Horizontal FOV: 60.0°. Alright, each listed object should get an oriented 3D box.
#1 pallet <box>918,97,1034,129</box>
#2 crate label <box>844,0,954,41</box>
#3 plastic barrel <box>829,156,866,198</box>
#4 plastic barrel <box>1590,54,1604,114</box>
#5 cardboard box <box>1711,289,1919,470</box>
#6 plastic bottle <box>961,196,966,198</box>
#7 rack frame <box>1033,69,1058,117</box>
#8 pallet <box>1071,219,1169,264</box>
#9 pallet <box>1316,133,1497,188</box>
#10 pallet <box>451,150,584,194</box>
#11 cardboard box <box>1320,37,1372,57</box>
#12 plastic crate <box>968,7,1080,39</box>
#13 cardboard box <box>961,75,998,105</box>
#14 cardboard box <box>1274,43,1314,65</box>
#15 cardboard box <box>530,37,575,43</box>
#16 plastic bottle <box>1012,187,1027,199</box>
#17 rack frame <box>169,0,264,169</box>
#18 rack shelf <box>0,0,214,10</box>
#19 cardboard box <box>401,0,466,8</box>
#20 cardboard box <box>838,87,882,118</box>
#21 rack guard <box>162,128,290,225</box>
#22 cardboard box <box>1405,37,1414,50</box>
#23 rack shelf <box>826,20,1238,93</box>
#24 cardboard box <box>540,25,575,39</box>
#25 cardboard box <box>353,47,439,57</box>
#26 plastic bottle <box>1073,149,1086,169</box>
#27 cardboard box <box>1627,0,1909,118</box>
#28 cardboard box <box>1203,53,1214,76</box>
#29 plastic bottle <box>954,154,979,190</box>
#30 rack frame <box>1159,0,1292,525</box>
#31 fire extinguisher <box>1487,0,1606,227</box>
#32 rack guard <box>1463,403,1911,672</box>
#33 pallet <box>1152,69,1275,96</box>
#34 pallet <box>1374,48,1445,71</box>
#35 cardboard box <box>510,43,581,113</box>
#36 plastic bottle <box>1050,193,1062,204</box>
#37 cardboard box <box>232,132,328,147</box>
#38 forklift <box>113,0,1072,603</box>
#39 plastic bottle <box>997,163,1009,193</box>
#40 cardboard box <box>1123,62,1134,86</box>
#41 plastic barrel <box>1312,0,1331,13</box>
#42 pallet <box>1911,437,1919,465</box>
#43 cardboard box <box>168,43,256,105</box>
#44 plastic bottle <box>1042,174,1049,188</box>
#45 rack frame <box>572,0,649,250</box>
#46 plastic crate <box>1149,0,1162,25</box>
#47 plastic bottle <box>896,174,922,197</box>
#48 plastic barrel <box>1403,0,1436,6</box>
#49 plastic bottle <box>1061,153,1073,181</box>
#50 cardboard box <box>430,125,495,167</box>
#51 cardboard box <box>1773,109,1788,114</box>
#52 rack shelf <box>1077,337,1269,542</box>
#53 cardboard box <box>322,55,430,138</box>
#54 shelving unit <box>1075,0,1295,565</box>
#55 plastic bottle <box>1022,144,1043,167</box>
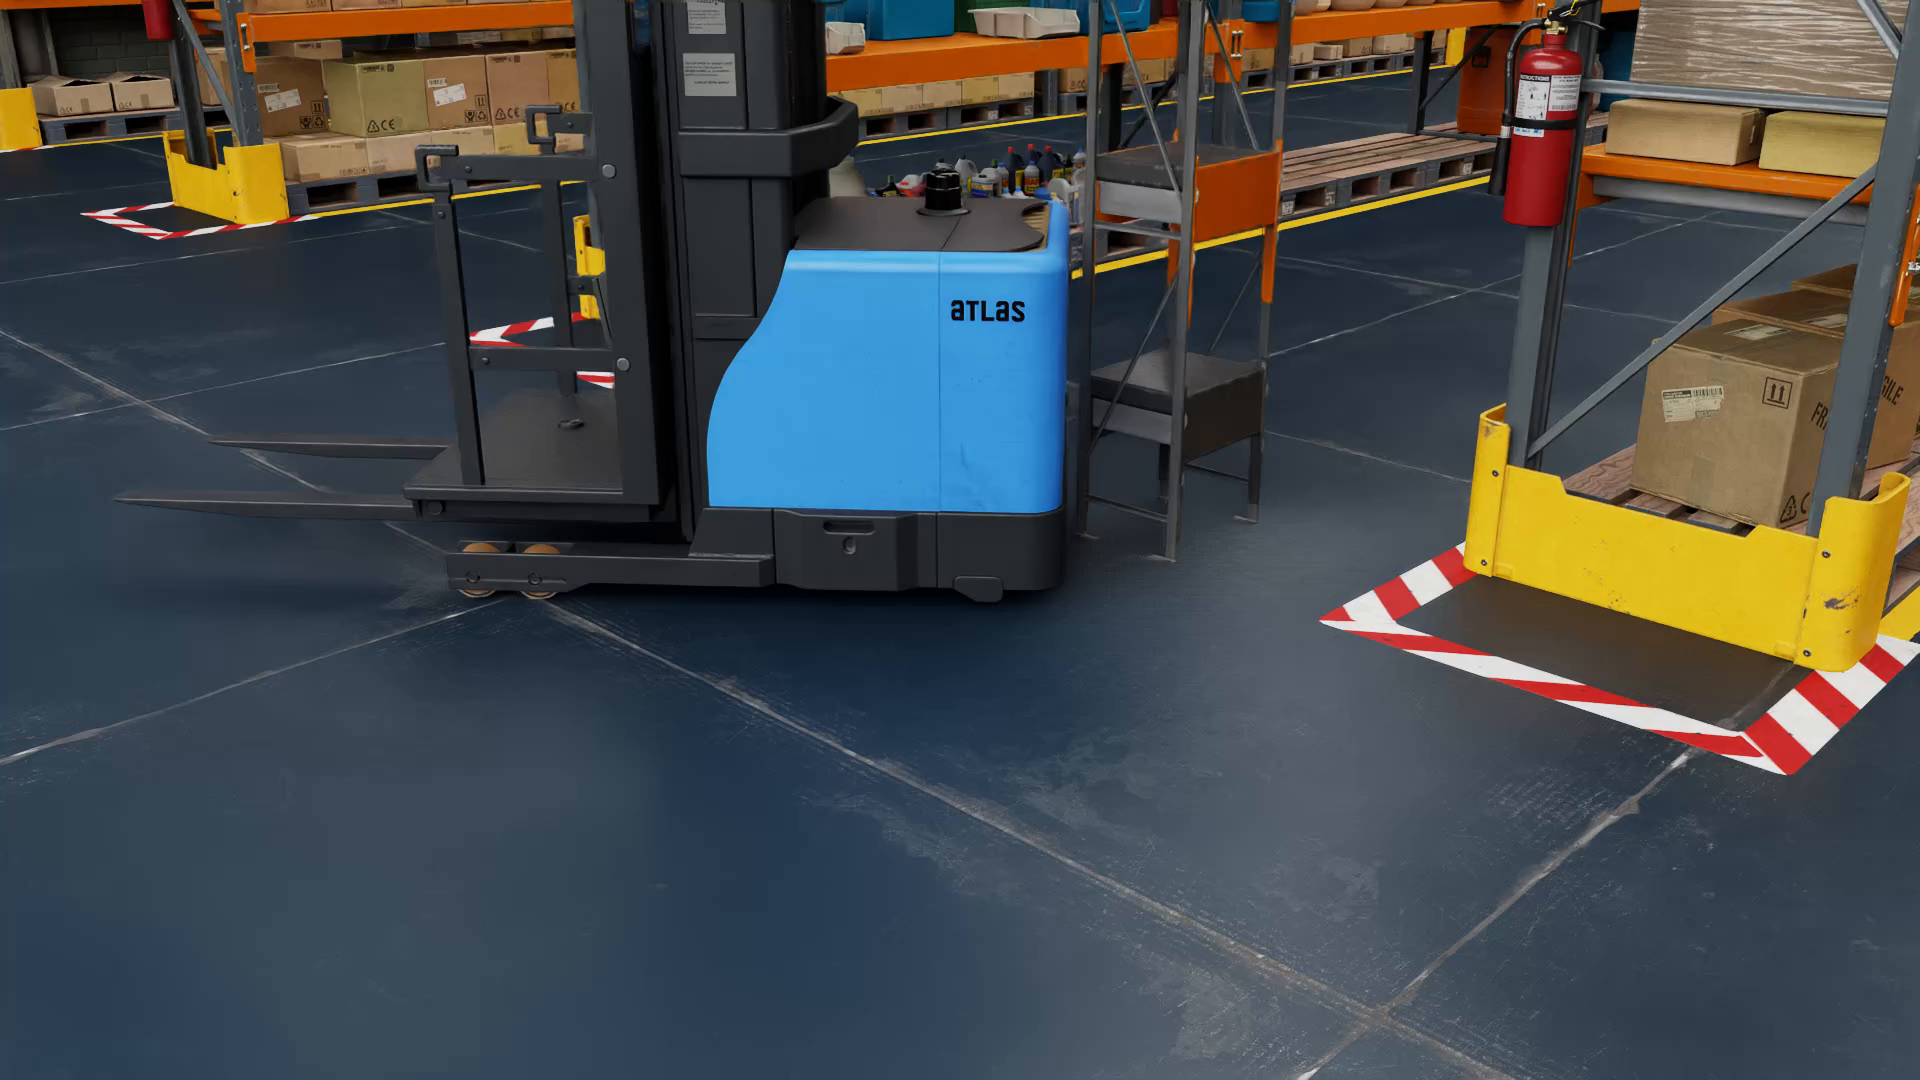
[{"bbox_3d":[-0.036,-4.227,16.277,1.003,0.211,1.213,19,28,41],"label":"pallet"},{"bbox_3d":[-0.378,-2.990,9.124,0.502,0.435,0.616,19,28,41],"label":"crate label"},{"bbox_3d":[-0.714,-1.785,8.920,0.421,0.512,0.421,0,21,0],"label":"plastic barrel"},{"bbox_3d":[5.559,-4.112,14.974,0.421,0.512,0.421,0,21,0],"label":"plastic barrel"},{"bbox_3d":[2.921,-0.541,5.700,0.500,0.500,0.500,-12,24,-28],"label":"cardboard box"},{"bbox_3d":[0.020,-1.753,9.144,0.097,0.271,0.097,0,21,0],"label":"plastic bottle"},{"bbox_3d":[0.566,-5.730,16.302,1.000,3.000,0.127,19,28,41],"label":"rack frame"},{"bbox_3d":[0.824,-1.997,10.477,1.003,0.211,1.213,19,28,41],"label":"pallet"},{"bbox_3d":[3.544,-2.998,13.081,1.003,0.211,1.213,19,28,41],"label":"pallet"},{"bbox_3d":[-3.660,-2.891,12.803,1.003,0.211,1.213,19,28,41],"label":"pallet"},{"bbox_3d":[4.664,-6.283,20.606,0.797,0.503,0.637,19,28,41],"label":"cardboard box"},{"bbox_3d":[0.371,-2.857,9.195,0.530,0.136,0.437,19,28,41],"label":"plastic crate"},{"bbox_3d":[0.017,-4.313,15.862,0.500,0.250,0.500,19,28,40],"label":"cardboard box"},{"bbox_3d":[3.805,-5.762,19.520,0.500,0.311,0.500,19,28,41],"label":"cardboard box"},{"bbox_3d":[-3.115,-3.793,13.464,0.500,0.500,0.500,19,28,41],"label":"cardboard box"},{"bbox_3d":[0.329,-1.867,9.440,0.097,0.271,0.097,0,21,0],"label":"plastic bottle"},{"bbox_3d":[-5.015,-3.674,10.952,1.000,3.000,0.127,19,28,41],"label":"rack frame"},{"bbox_3d":[-7.171,-5.091,15.641,1.077,0.370,4.000,19,28,41],"label":"rack shelf"},{"bbox_3d":[-3.966,-4.100,11.920,0.700,0.500,0.500,19,28,41],"label":"cardboard box"},{"bbox_3d":[-1.048,-3.921,14.842,0.500,0.250,0.500,18,28,39],"label":"cardboard box"},{"bbox_3d":[-5.031,-2.501,11.384,1.175,0.500,0.348,19,28,41],"label":"rack guard"},{"bbox_3d":[5.597,-6.386,21.345,0.380,0.166,0.250,19,28,41],"label":"cardboard box"},{"bbox_3d":[-0.073,-2.611,9.190,1.077,0.370,4.000,19,28,41],"label":"rack shelf"},{"bbox_3d":[-4.565,-5.439,18.416,0.700,0.500,0.500,20,28,41],"label":"cardboard box"},{"bbox_3d":[-4.167,-3.409,12.466,0.500,0.500,0.500,19,28,41],"label":"cardboard box"},{"bbox_3d":[0.786,-2.421,10.882,0.097,0.271,0.097,0,21,0],"label":"plastic bottle"},{"bbox_3d":[2.484,-1.513,4.777,0.875,0.500,0.500,19,28,41],"label":"cardboard box"},{"bbox_3d":[2.517,-5.345,18.170,0.500,0.500,0.500,20,29,41],"label":"cardboard box"},{"bbox_3d":[0.034,-2.169,10.115,0.144,0.351,0.185,19,28,40],"label":"plastic bottle"},{"bbox_3d":[0.868,-1.079,5.456,0.400,2.100,0.015,18,27,38],"label":"rack frame"},{"bbox_3d":[1.671,-1.243,4.736,0.296,0.674,0.183,19,28,41],"label":"fire extinguisher"},{"bbox_3d":[2.134,-0.046,4.998,1.175,0.500,0.348,19,28,41],"label":"rack guard"},{"bbox_3d":[2.816,-5.238,18.909,1.003,0.211,1.213,19,28,41],"label":"pallet"},{"bbox_3d":[5.539,-6.260,21.568,1.003,0.211,1.213,19,28,41],"label":"pallet"},{"bbox_3d":[-3.094,-3.536,12.794,0.500,0.500,0.500,19,28,41],"label":"cardboard box"},{"bbox_3d":[0.541,-1.912,9.656,0.097,0.201,0.097,0,21,0],"label":"plastic bottle"},{"bbox_3d":[-4.852,-2.798,11.921,0.500,0.250,0.500,19,28,41],"label":"cardboard box"},{"bbox_3d":[-1.165,-1.372,5.059,3.031,2.935,1.130,1,21,4],"label":"forklift"},{"bbox_3d":[0.254,-2.194,10.291,0.097,0.271,0.097,0,21,0],"label":"plastic bottle"},{"bbox_3d":[1.450,-4.950,17.144,0.500,0.500,0.500,18,27,39],"label":"cardboard box"},{"bbox_3d":[2.356,-3.699,11.209,0.301,0.262,0.301,0,21,0],"label":"plastic barrel"},{"bbox_3d":[3.577,-0.423,6.382,1.003,0.211,1.213,19,28,41],"label":"pallet"},{"bbox_3d":[-7.074,-4.429,15.788,0.700,0.500,0.500,17,27,37],"label":"cardboard box"},{"bbox_3d":[0.527,-2.014,9.807,0.061,0.283,0.133,19,28,41],"label":"plastic bottle"},{"bbox_3d":[-1.468,-2.433,7.724,1.000,3.000,0.127,19,28,41],"label":"rack frame"},{"bbox_3d":[0.866,-3.330,10.143,0.767,0.338,0.504,19,28,41],"label":"plastic crate"},{"bbox_3d":[-0.306,-2.007,9.798,0.152,0.276,0.135,20,28,41],"label":"plastic bottle"},{"bbox_3d":[3.254,-4.115,11.945,0.421,0.512,0.421,0,21,0],"label":"plastic barrel"},{"bbox_3d":[0.657,-2.310,10.577,0.061,0.283,0.133,19,28,41],"label":"plastic bottle"},{"bbox_3d":[-3.786,-2.926,12.254,0.500,0.250,0.500,19,28,41],"label":"cardboard box"},{"bbox_3d":[2.306,-1.265,5.035,0.380,0.149,0.250,19,28,41],"label":"cardboard box"},{"bbox_3d":[0.706,-0.348,5.541,0.431,0.518,0.480,18,27,38],"label":"rack shelf"},{"bbox_3d":[-4.134,-3.147,11.784,0.500,0.500,0.500,19,28,41],"label":"cardboard box"},{"bbox_3d":[0.706,-1.014,5.285,0.431,2.100,0.503,18,27,38],"label":"shelving unit"},{"bbox_3d":[0.462,-2.326,10.526,0.185,0.351,0.144,-19,28,-41],"label":"plastic bottle"}]
